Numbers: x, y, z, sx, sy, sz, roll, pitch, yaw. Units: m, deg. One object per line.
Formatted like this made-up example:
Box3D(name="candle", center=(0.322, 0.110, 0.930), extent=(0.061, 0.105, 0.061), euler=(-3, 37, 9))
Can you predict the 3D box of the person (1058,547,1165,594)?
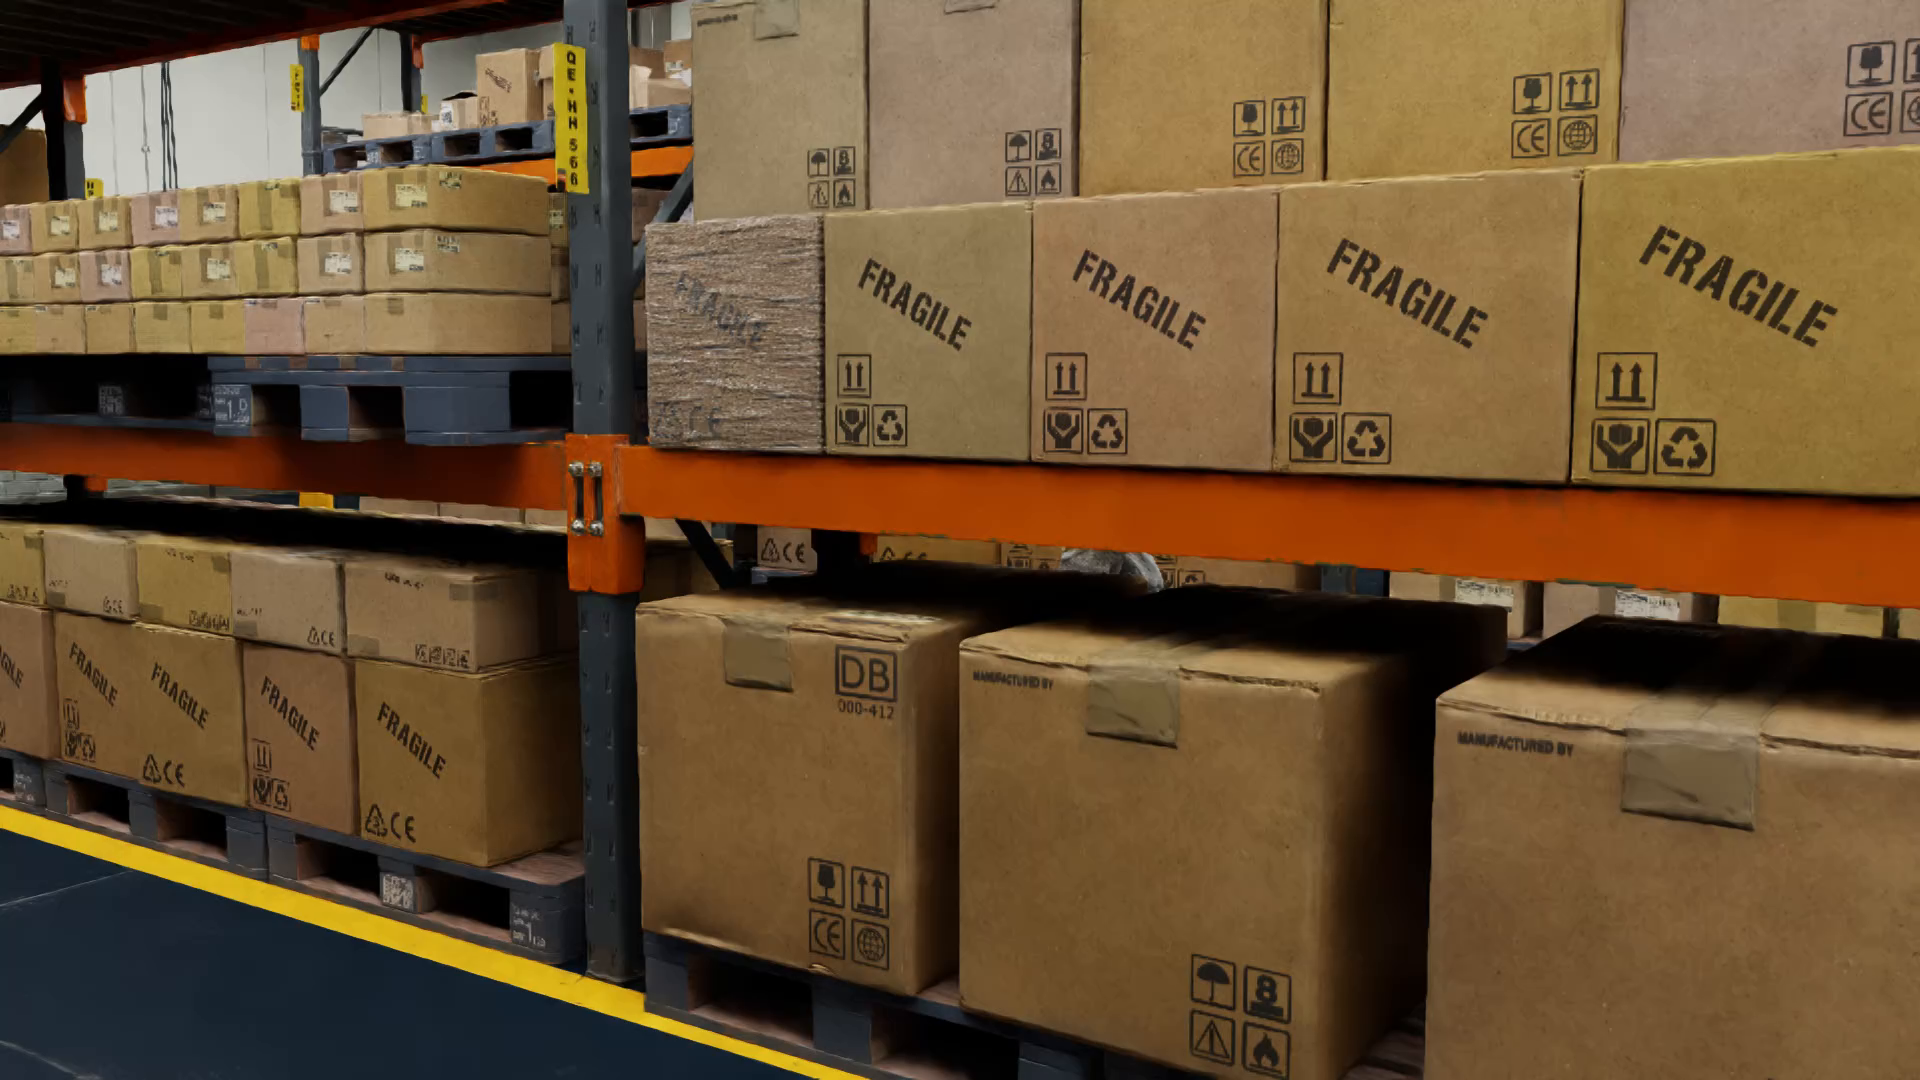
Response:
Box3D(name="person", center=(0.609, -0.053, 6.212), extent=(0.910, 1.763, 0.714), euler=(0, 6, 1))
